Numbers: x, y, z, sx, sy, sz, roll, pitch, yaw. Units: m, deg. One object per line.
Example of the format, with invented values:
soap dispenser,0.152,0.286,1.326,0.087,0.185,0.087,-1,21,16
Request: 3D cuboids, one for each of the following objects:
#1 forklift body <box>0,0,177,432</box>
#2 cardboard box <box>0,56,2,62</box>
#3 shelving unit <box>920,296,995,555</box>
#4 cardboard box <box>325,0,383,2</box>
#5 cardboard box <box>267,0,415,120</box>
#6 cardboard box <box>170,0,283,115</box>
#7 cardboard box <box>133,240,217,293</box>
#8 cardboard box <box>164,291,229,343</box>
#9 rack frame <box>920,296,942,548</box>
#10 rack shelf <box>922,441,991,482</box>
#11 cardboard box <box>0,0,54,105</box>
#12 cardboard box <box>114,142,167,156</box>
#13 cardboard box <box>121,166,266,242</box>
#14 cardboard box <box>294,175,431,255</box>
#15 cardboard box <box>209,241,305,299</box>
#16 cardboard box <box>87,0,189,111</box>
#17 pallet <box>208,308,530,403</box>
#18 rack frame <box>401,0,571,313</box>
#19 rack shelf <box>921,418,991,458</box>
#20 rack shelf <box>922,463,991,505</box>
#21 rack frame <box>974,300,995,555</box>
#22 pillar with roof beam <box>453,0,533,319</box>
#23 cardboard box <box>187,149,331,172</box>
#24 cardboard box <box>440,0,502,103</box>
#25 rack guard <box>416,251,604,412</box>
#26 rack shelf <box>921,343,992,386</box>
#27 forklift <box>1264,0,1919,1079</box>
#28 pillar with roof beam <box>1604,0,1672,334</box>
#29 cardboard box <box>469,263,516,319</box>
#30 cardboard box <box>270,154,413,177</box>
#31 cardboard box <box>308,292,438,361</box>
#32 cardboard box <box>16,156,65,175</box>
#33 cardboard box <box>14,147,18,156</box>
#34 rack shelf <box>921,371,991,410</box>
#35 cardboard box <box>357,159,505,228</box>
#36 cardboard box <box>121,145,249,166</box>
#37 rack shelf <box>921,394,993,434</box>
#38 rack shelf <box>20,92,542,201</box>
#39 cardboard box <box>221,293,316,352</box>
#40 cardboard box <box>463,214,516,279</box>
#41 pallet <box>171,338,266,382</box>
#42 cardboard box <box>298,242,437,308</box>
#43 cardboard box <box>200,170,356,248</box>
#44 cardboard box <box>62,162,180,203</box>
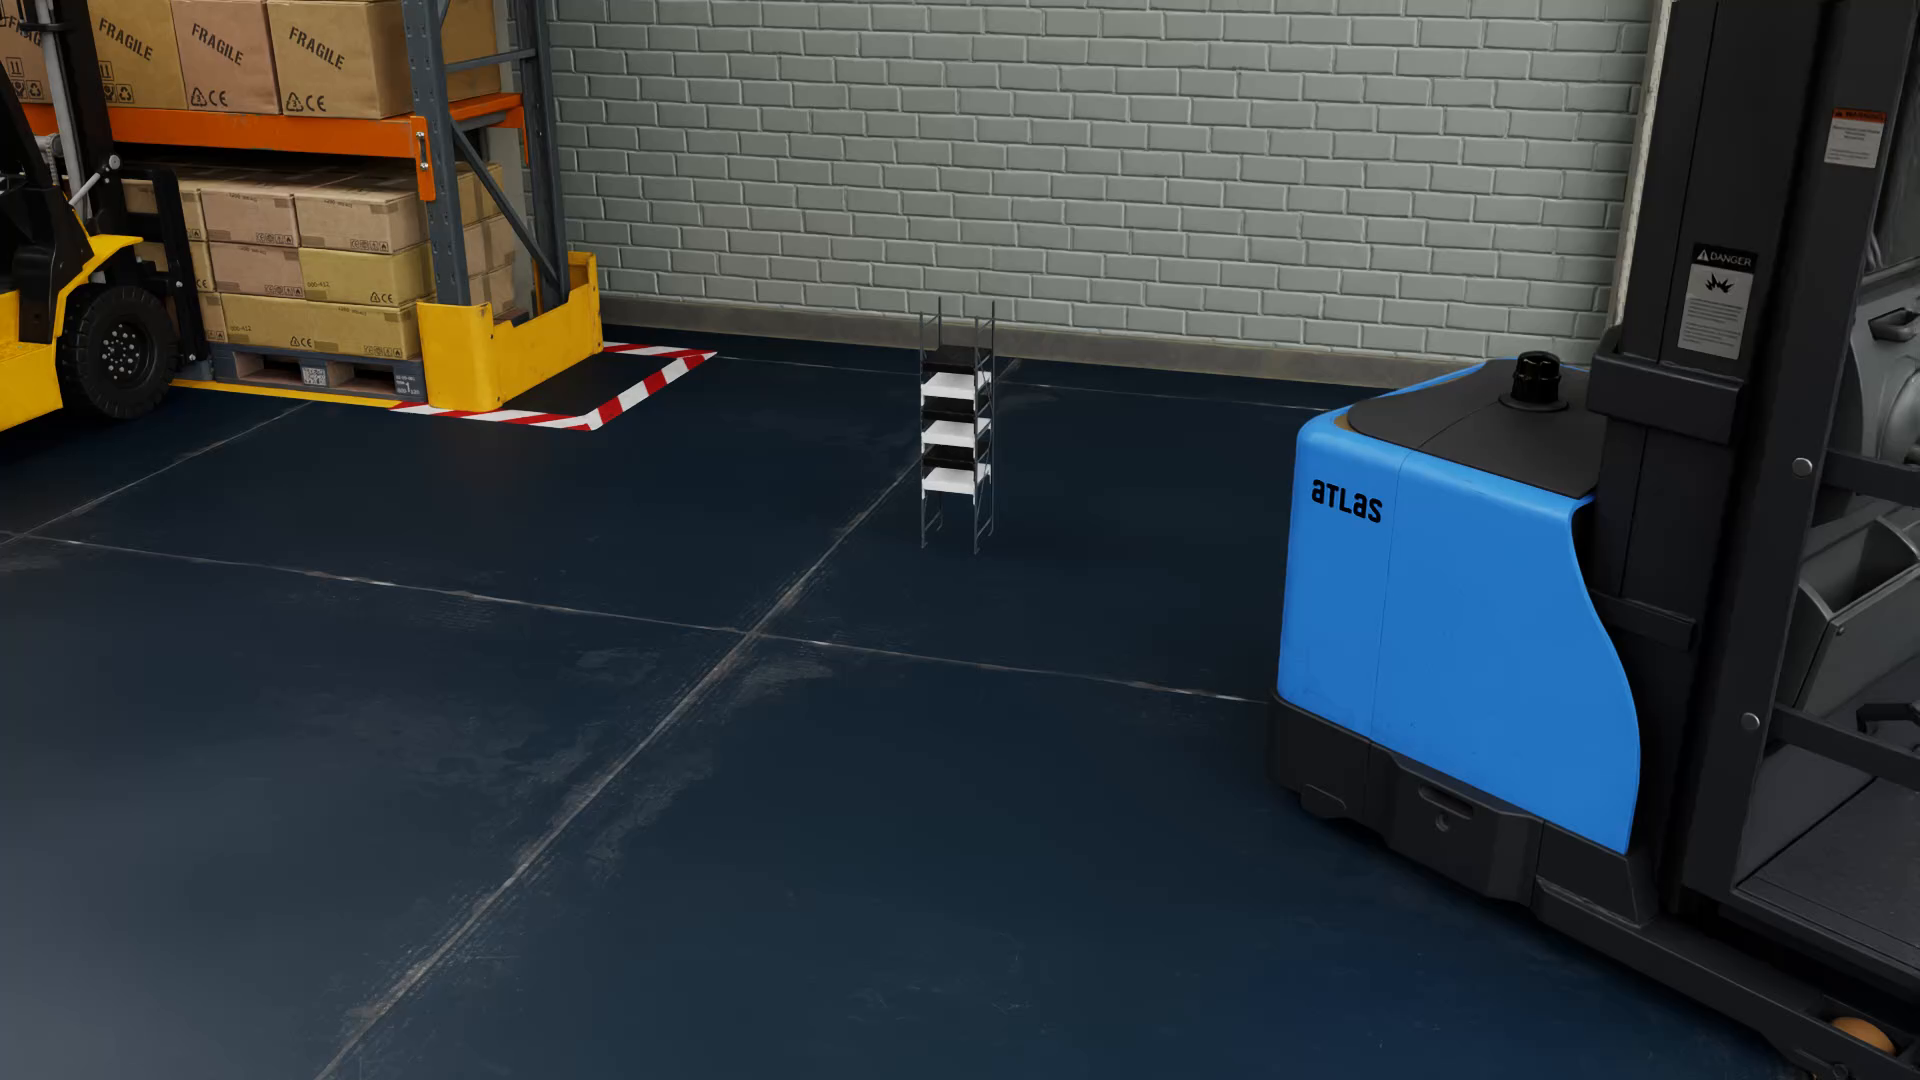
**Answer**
forklift body,-4.547,-1.360,6.750,1.214,2.155,2.313,7,23,16
cardboard box,-4.696,-2.442,8.140,0.500,0.500,0.500,6,23,15
shelving unit,-0.008,-0.417,6.101,0.210,0.900,0.258,7,23,16
cardboard box,-2.618,-2.490,7.401,0.250,0.149,0.380,7,23,16
cardboard box,-2.752,-2.212,7.578,0.500,0.500,0.500,6,23,14
cardboard box,-3.246,-2.272,7.725,0.500,0.500,0.500,7,23,17
cardboard box,-3.738,-1.408,8.162,0.500,0.250,0.500,6,23,14
cardboard box,-3.696,-1.182,8.269,0.500,0.250,0.500,7,23,16
rack frame,-0.105,-0.428,6.129,0.006,0.900,0.240,7,23,16
rack shelf,-0.008,-0.303,6.148,0.200,0.077,0.258,7,23,16
cardboard box,-4.221,-2.379,7.987,0.500,0.500,0.500,7,23,16
cardboard box,-4.537,-1.936,8.790,0.500,0.250,0.500,7,23,16
cardboard box,-3.712,-1.635,8.055,0.500,0.250,0.500,7,23,16
cardboard box,-2.736,-1.529,7.798,0.500,0.250,0.500,7,23,17
cardboard box,-3.238,-1.359,8.042,0.500,0.250,0.500,6,23,15
cardboard box,-3.737,-2.328,7.862,0.500,0.500,0.500,6,23,14
pallet,-2.949,-0.986,8.395,1.213,0.211,1.003,7,23,16
rack frame,-2.205,-2.207,7.698,0.127,3.000,1.000,7,23,16
rack shelf,-0.008,-0.386,6.114,0.200,0.077,0.258,7,23,16
rack shelf,-0.008,-0.220,6.182,0.200,0.077,0.258,7,23,16
rack frame,0.090,-0.406,6.074,0.006,0.900,0.240,7,23,16
pillar with roof beam,-3.855,-3.822,3.731,0.400,9.000,9.100,7,23,16
cardboard box,-3.565,-1.826,8.520,0.500,0.250,0.500,6,23,15
cardboard box,-2.599,-2.409,8.058,0.500,0.500,0.500,7,23,17
rack guard,-2.182,-1.048,8.166,0.348,0.500,1.175,7,23,16
rack shelf,-0.008,-0.636,6.012,0.200,0.077,0.258,7,23,16
forklift,2.171,-0.356,3.276,1.130,2.935,3.031,-18,28,-37
pillar with roof beam,1.890,-3.165,2.128,0.400,9.000,9.100,7,23,16
cardboard box,-2.619,-1.254,8.445,0.500,0.250,0.500,7,23,16
cardboard box,-3.090,-1.767,8.377,0.500,0.250,0.500,7,23,16
cardboard box,-2.746,-1.066,7.986,0.500,0.250,0.500,7,23,16
cardboard box,-4.696,-1.753,8.344,0.500,0.250,0.500,7,23,17
cardboard box,-5.018,-1.997,8.938,0.500,0.250,0.500,6,23,15
rack shelf,-0.008,-0.553,6.046,0.200,0.077,0.258,7,23,16
cardboard box,-2.610,-1.713,8.247,0.500,0.250,0.500,6,23,15
cardboard box,-4.054,-1.884,8.663,0.500,0.250,0.500,6,23,14
rack shelf,-0.008,-0.470,6.080,0.200,0.077,0.258,7,23,16
rack shelf,-4.120,-2.094,8.369,4.000,0.370,1.077,7,23,16
cardboard box,-3.219,-1.124,8.128,0.500,0.250,0.500,7,23,15
cardboard box,-2.595,-1.488,8.355,0.500,0.250,0.500,7,23,16
pallet,-4.113,-1.120,8.723,1.213,0.211,1.003,7,23,15
cardboard box,-2.761,-1.300,7.899,0.500,0.250,0.500,6,23,15
cardboard box,-3.226,-1.583,7.929,0.500,0.250,0.500,7,23,16
cardboard box,-4.195,-1.693,8.197,0.500,0.250,0.500,6,23,14
